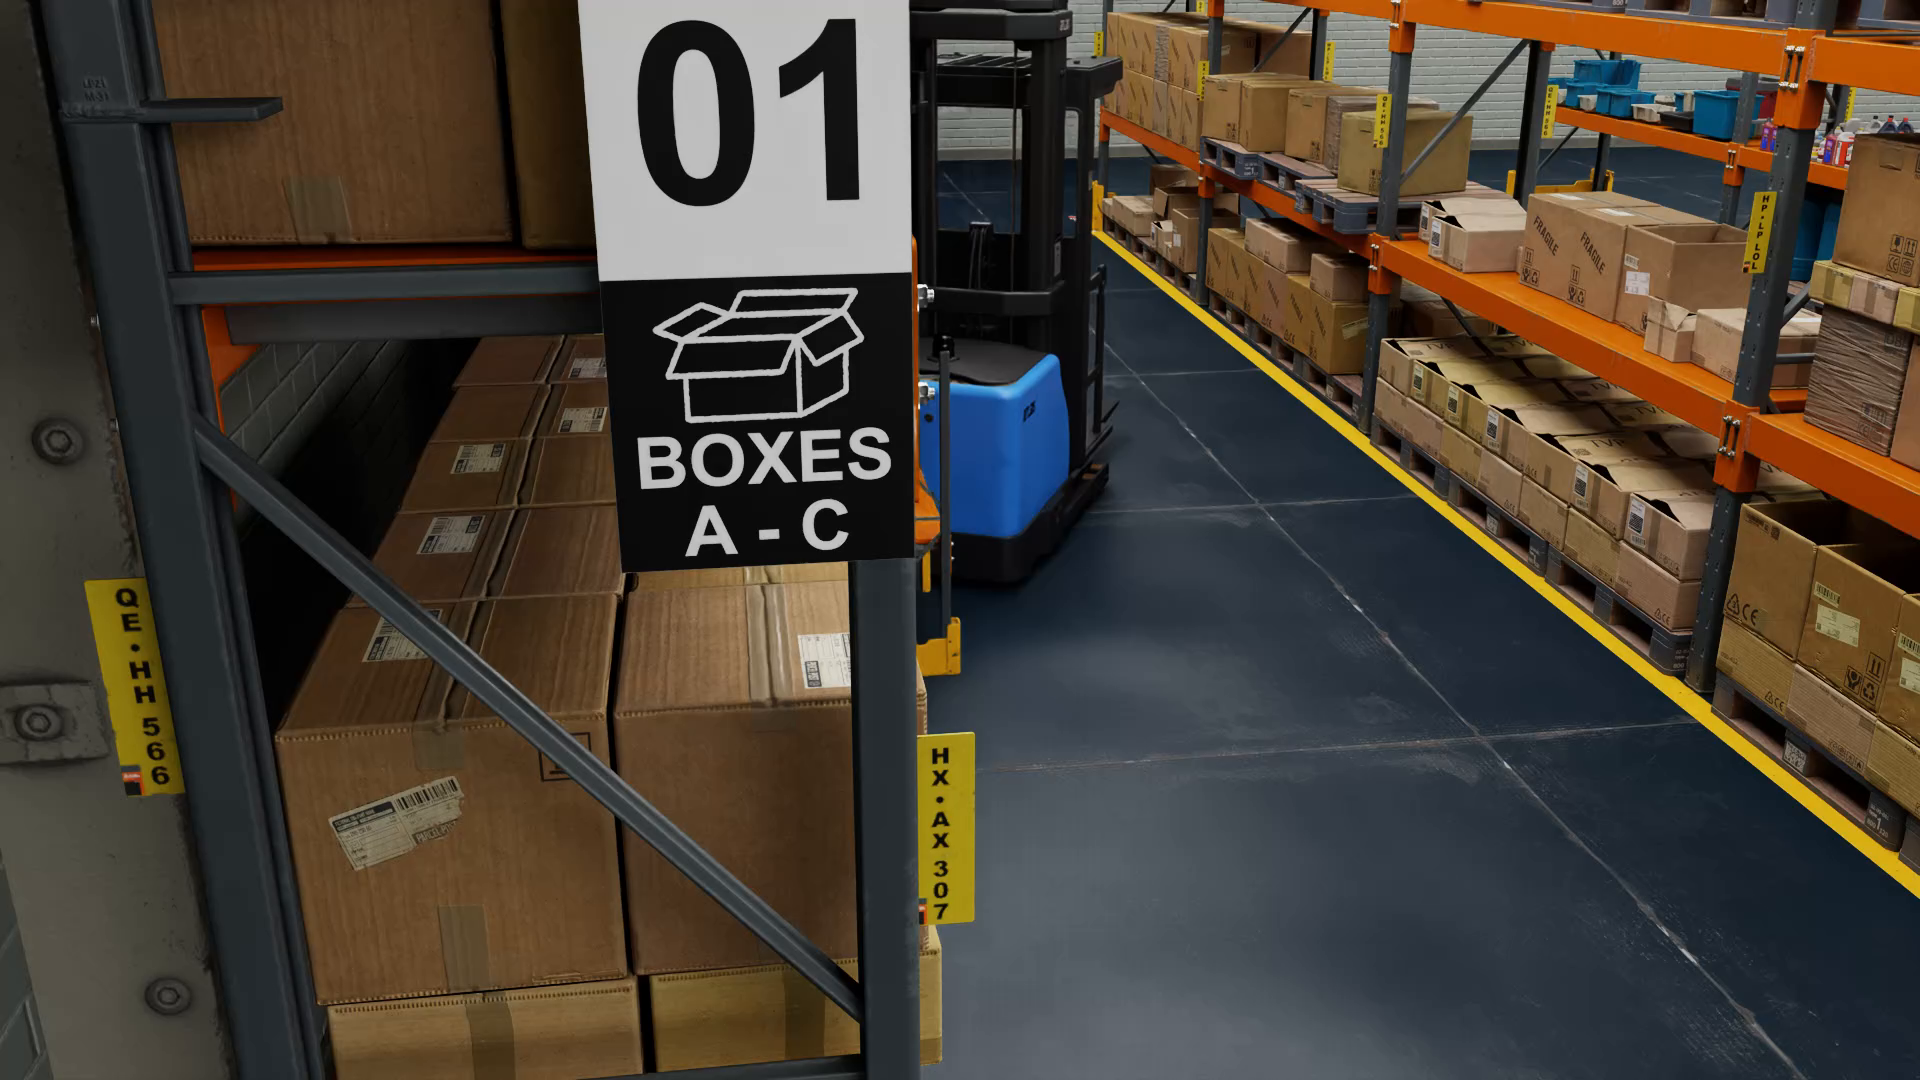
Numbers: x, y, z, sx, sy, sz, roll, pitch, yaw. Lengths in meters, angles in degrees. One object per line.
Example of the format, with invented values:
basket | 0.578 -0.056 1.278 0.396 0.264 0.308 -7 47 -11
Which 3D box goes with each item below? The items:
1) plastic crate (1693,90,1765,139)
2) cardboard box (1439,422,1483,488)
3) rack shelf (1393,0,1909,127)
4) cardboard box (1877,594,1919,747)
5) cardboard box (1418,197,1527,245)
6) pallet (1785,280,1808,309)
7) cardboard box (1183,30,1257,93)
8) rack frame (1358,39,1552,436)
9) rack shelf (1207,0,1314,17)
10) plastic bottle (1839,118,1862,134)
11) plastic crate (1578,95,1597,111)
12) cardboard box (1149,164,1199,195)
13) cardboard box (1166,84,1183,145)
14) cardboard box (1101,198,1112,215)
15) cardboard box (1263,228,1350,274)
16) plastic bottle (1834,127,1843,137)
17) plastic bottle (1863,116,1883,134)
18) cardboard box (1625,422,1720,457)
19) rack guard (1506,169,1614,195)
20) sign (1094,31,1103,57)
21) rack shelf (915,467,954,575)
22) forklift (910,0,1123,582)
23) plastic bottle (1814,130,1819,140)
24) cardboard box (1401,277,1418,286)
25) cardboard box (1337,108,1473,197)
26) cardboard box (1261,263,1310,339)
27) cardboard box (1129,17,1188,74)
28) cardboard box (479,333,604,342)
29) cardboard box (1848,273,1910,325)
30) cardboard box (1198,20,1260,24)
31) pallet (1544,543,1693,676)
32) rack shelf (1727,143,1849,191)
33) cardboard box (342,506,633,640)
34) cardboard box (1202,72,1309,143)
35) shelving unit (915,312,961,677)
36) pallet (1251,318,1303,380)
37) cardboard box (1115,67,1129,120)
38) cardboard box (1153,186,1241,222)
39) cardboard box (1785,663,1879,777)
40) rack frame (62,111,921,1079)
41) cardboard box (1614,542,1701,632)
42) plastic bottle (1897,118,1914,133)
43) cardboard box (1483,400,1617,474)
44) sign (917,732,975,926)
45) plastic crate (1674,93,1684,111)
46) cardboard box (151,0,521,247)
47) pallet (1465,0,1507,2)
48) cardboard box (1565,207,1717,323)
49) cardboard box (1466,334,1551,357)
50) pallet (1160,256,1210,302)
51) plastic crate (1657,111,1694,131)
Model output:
plastic crate | 7.105 -3.947 15.433 0.392 0.384 0.575 -3 21 -8
cardboard box | 3.123 -0.507 9.616 0.500 0.250 0.500 -3 21 -9
rack shelf | 3.472 -2.524 8.427 1.077 0.370 4.000 -3 21 -8
cardboard box | 3.662 0.500 5.849 0.500 0.500 0.500 -3 21 -8
cardboard box | 3.193 -1.978 10.353 0.500 0.311 0.500 -2 21 -4
pallet | 7.579 -2.206 14.821 1.003 0.211 1.213 -3 21 -8
cardboard box | 2.278 -4.210 14.630 0.500 0.500 0.500 -3 21 -7
rack frame | 3.184 -2.148 10.680 1.000 3.000 0.127 -3 21 -8
rack shelf | 2.319 -5.294 15.843 1.077 0.370 4.000 -3 21 -8
plastic bottle | 7.886 -3.603 14.754 0.152 0.276 0.135 -3 21 -8
plastic crate | 6.705 -4.619 17.587 0.250 0.136 0.298 -3 21 -8
cardboard box | 2.353 -3.777 17.986 0.500 0.500 0.500 -3 21 -8
cardboard box | 2.206 -3.918 15.277 0.500 0.500 0.500 -2 21 -6
cardboard box | 1.751 -3.626 18.083 0.380 0.149 0.250 -3 21 -8
cardboard box | 2.653 -2.220 12.744 0.500 0.250 0.500 -3 21 -9
plastic bottle | 7.765 -3.555 14.733 0.097 0.201 0.097 0 20 0
plastic bottle | 7.823 -3.449 14.235 0.144 0.351 0.185 -3 21 -8
cardboard box | 3.805 -0.443 8.643 0.500 0.311 0.500 -4 21 -10
rack guard | 6.916 -4.003 19.219 1.175 0.500 0.348 -3 21 -8
sign | 1.494 -5.296 17.871 0.100 0.325 0.005 -3 21 -8
rack shelf | -0.367 -0.088 7.821 0.538 0.185 1.000 -3 21 -8
forklift | 0.264 -1.641 9.420 1.130 2.935 3.031 7 21 17
plastic bottle | 7.241 -3.373 14.145 0.097 0.271 0.097 0 20 0
cardboard box | 3.253 -1.710 12.451 0.500 0.500 0.500 -3 21 -8
cardboard box | 2.982 -2.604 11.158 0.700 0.500 0.500 -10 23 -26
cardboard box | 2.661 -1.856 12.841 0.500 0.500 0.500 -4 21 -10
cardboard box | 1.984 -4.912 16.509 0.500 0.500 0.500 -3 21 -7
cardboard box | -1.209 -0.450 5.247 0.500 0.500 0.500 -3 21 -8
cardboard box | 3.644 -0.924 6.333 0.380 0.149 0.250 -3 21 -7
cardboard box | 2.594 -4.761 16.104 0.500 0.500 0.500 -2 21 -6
pallet | 3.616 0.290 8.138 1.003 0.211 1.213 -3 21 -8
rack shelf | 7.798 -2.752 13.325 1.077 0.370 4.000 -3 21 -8
cardboard box | -0.905 0.255 3.359 0.500 0.500 0.500 -3 21 -7
cardboard box | 2.454 -3.601 13.828 0.700 0.500 0.500 -10 23 -26
shelving unit | -0.369 -0.260 7.766 0.587 1.500 1.083 -3 21 -8
pallet | 2.941 -1.524 12.994 1.003 0.211 1.213 -3 21 -8
cardboard box | 1.913 -4.619 17.154 0.500 0.500 0.500 -3 21 -8
cardboard box | 2.331 -3.220 16.489 0.797 0.503 0.637 -3 21 -8
cardboard box | 3.594 0.678 6.445 0.500 0.250 0.500 -3 21 -8
rack frame | -0.564 0.873 2.592 1.000 3.000 0.127 -3 21 -8
cardboard box | 3.414 0.199 7.725 0.500 0.250 0.500 -3 21 -8
plastic bottle | 7.992 -3.393 14.083 0.144 0.351 0.185 -3 21 -8
cardboard box | 3.199 -0.587 9.029 0.500 0.311 0.500 -3 21 -8
sign | -0.027 0.440 2.514 0.100 0.325 0.005 -3 21 -8
plastic crate | 7.483 -4.418 16.911 0.416 0.233 0.300 -3 21 -8
cardboard box | -0.875 -0.720 2.398 0.500 0.500 0.500 -1 21 -4
pallet | 3.370 -3.234 9.571 1.213 0.211 1.003 -2 21 -5
cardboard box | 3.518 -1.432 8.621 0.500 0.500 0.500 -3 21 -8
cardboard box | 3.503 -1.150 10.537 0.500 0.311 0.500 -2 21 -6
pallet | 2.509 -2.464 15.513 1.003 0.211 1.213 -3 21 -8
plastic crate | 7.082 -4.055 16.093 0.437 0.125 0.590 -3 21 -8
